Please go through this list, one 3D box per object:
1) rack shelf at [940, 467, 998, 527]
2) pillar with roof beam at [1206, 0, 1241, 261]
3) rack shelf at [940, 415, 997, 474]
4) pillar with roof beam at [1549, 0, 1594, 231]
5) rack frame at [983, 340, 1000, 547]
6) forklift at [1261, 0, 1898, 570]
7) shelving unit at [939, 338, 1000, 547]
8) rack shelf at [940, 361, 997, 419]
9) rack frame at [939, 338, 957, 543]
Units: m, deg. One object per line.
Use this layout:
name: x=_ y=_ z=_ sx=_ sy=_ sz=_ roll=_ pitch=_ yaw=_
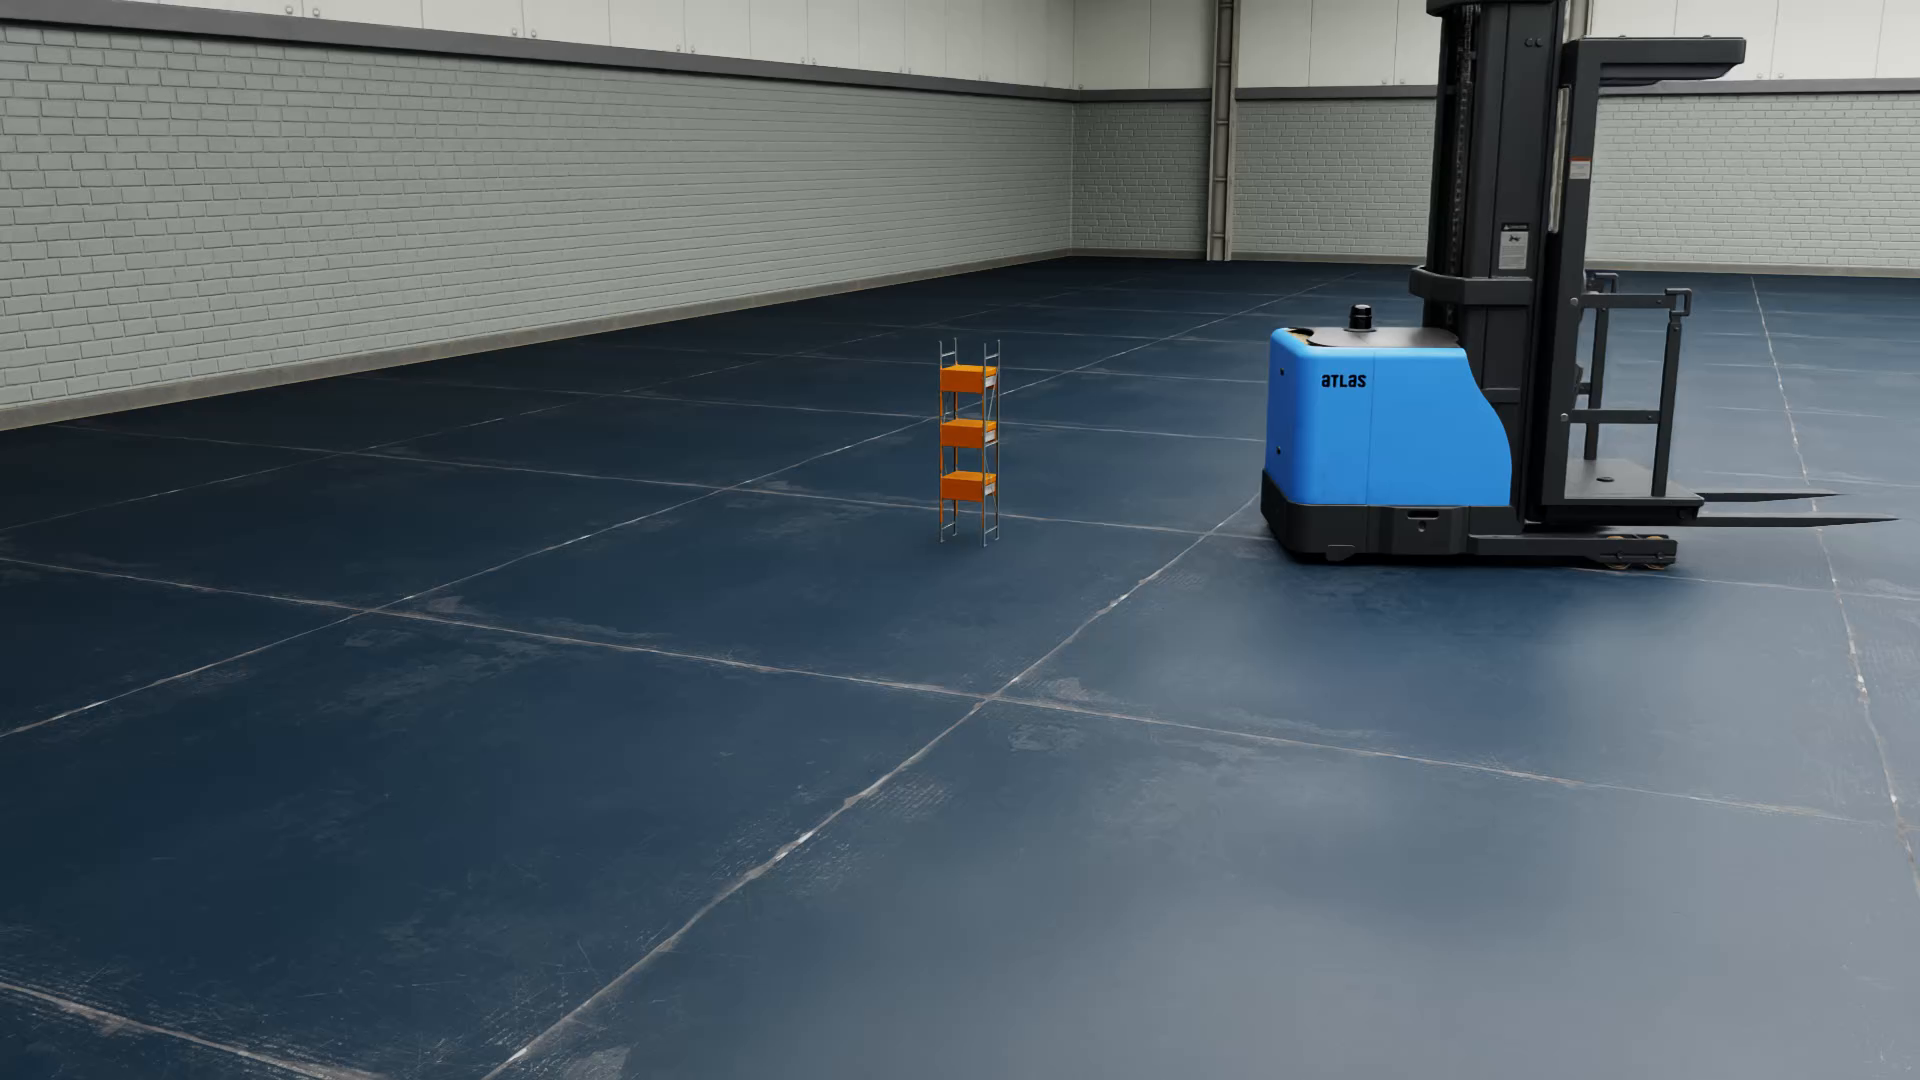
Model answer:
rack shelf: x=0.049 y=-0.225 z=8.680 sx=0.240 sy=0.259 sz=0.215 roll=6 pitch=14 yaw=23
pillar with roof beam: x=3.083 y=-8.703 z=26.148 sx=0.400 sy=9.000 sz=9.100 roll=6 pitch=14 yaw=23
rack shelf: x=0.049 y=-0.496 z=8.616 sx=0.240 sy=0.259 sz=0.215 roll=6 pitch=14 yaw=23
pillar with roof beam: x=8.569 y=-8.148 z=23.782 sx=0.400 sy=9.000 sz=9.100 roll=6 pitch=14 yaw=23
rack frame: x=0.160 y=-0.495 z=8.566 sx=0.008 sy=1.050 sz=0.200 roll=6 pitch=14 yaw=23
forklift: x=3.145 y=-1.403 z=8.320 sx=3.031 sy=2.935 sz=1.130 roll=0 pitch=13 yaw=2
shelving unit: x=0.049 y=-0.506 z=8.614 sx=0.252 sy=1.050 sz=0.215 roll=6 pitch=14 yaw=23
rack shelf: x=0.049 y=-0.772 z=8.551 sx=0.240 sy=0.259 sz=0.215 roll=6 pitch=14 yaw=23
rack frame: x=-0.063 y=-0.517 z=8.662 sx=0.008 sy=1.050 sz=0.200 roll=6 pitch=14 yaw=23
